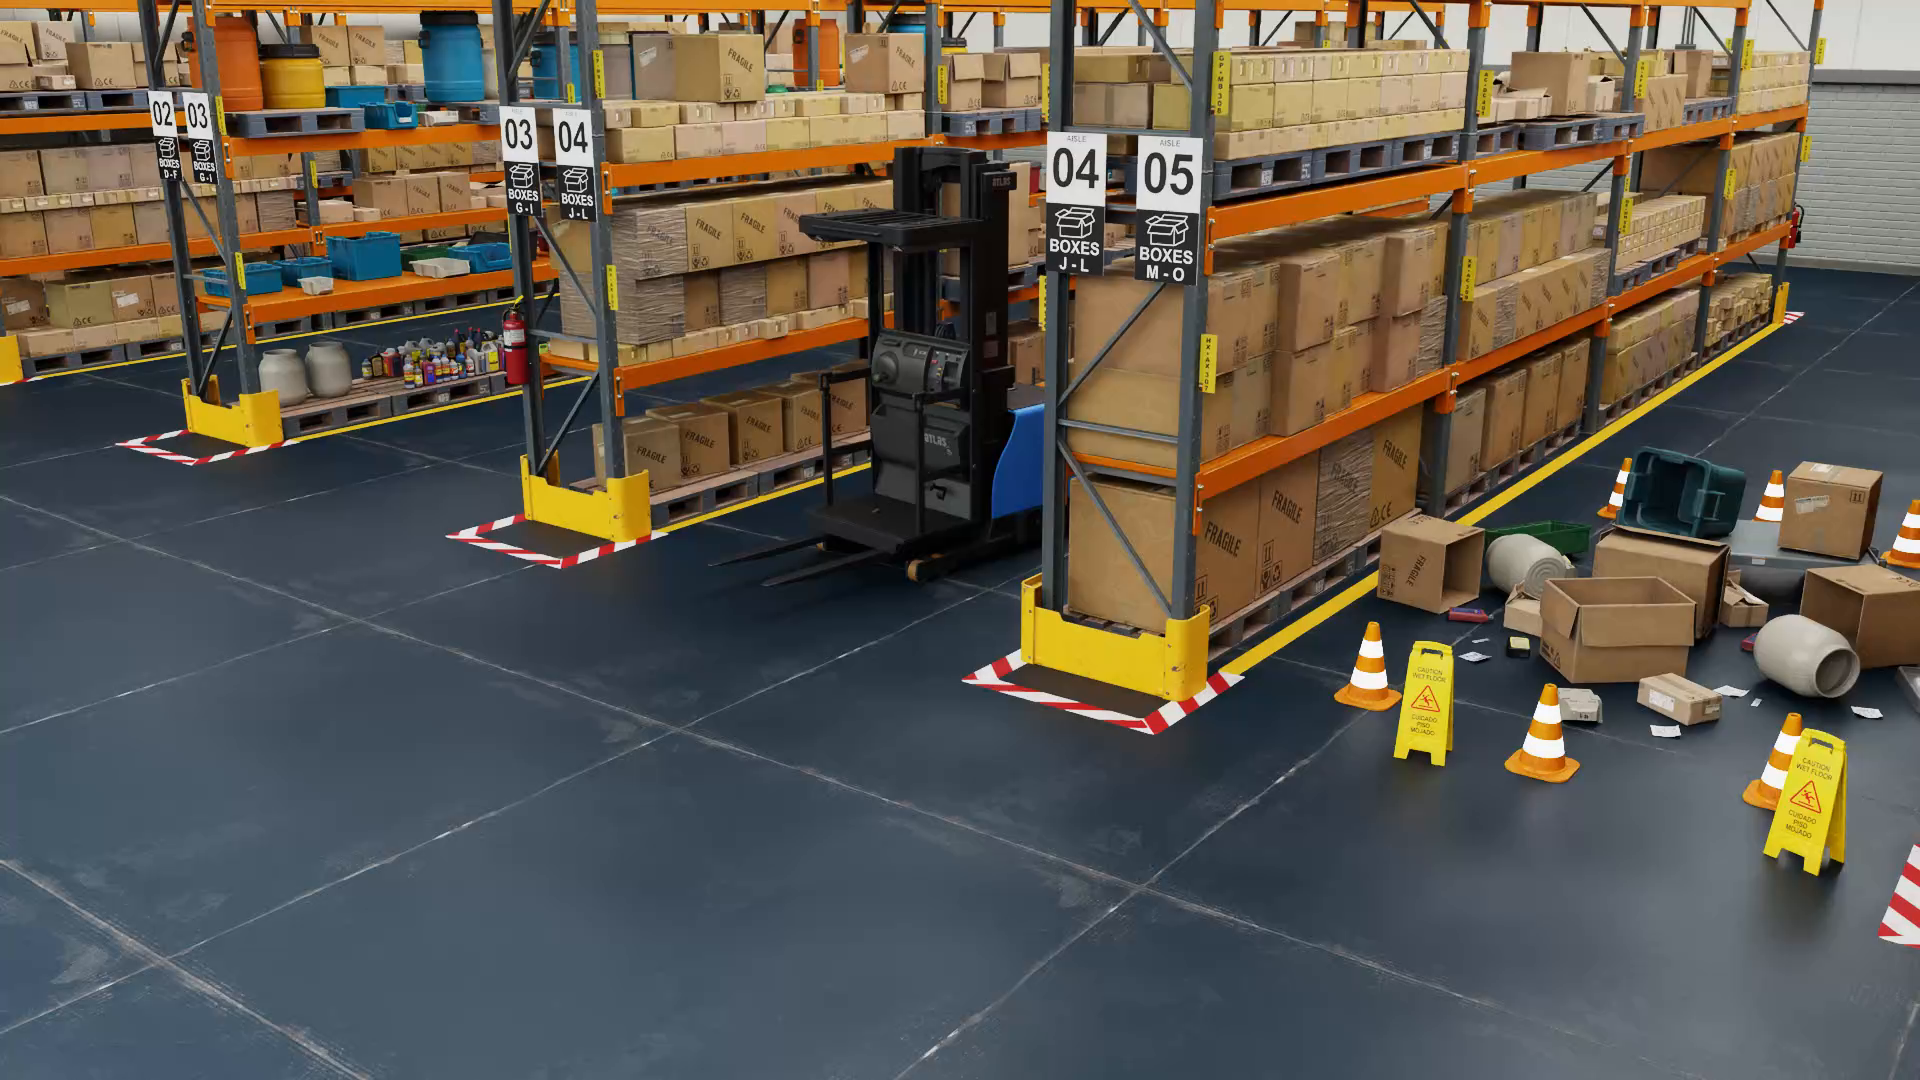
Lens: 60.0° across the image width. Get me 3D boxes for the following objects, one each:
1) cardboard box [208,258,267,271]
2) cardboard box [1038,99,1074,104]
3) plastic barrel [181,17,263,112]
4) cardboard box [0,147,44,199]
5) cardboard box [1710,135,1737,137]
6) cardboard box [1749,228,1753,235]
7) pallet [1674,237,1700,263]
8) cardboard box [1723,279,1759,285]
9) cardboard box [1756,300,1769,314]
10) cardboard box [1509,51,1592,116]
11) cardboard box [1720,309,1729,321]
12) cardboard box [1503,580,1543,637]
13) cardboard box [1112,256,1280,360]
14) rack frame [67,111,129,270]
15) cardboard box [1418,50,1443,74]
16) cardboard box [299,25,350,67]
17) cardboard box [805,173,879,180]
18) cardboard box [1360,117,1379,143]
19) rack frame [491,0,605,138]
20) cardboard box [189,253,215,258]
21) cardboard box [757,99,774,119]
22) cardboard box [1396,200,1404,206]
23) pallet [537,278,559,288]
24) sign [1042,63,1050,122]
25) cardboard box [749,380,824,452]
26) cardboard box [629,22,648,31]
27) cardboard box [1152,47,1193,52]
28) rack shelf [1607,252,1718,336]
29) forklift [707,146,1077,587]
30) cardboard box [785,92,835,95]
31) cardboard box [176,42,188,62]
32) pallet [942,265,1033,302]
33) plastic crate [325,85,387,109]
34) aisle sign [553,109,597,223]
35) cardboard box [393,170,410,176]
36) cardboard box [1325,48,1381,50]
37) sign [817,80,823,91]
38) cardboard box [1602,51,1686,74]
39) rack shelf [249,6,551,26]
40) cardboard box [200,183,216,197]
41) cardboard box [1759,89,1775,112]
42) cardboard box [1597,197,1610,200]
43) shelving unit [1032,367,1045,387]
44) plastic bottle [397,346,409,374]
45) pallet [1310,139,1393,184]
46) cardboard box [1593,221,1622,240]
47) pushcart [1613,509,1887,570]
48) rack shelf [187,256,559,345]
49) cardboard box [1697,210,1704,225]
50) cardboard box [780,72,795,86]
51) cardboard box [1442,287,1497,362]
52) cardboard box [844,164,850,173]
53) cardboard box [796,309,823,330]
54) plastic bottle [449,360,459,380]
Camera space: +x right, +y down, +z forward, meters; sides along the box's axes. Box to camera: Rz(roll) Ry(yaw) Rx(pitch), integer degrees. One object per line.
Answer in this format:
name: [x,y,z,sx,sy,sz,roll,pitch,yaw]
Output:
cardboard box: [-8.963,-3.215,20.702,0.500,0.500,0.500,12,21,35]
cardboard box: [1.110,-4.401,17.054,0.500,0.250,0.500,13,22,36]
plastic barrel: [-6.775,-4.383,15.309,0.600,0.830,0.708,12,21,35]
cardboard box: [-10.618,-4.072,18.441,0.700,0.500,0.500,13,21,35]
cardboard box: [9.368,-4.808,20.811,0.500,0.500,0.500,12,21,33]
cardboard box: [9.521,-3.837,20.464,0.380,0.149,0.250,13,21,36]
pallet: [7.516,-3.241,18.446,1.003,0.211,1.213,12,21,35]
cardboard box: [9.907,-3.210,21.117,0.380,0.149,0.250,11,21,33]
cardboard box: [10.254,-3.039,21.572,0.380,0.149,0.250,13,22,36]
cardboard box: [4.894,-3.801,13.823,0.500,0.500,0.500,12,21,35]
cardboard box: [9.102,-2.765,20.189,0.380,0.149,0.250,14,22,37]
cardboard box: [3.777,0.457,10.824,0.258,0.266,0.396,-16,23,-41]
cardboard box: [1.444,-1.447,10.272,0.875,0.550,0.550,12,21,35]
rack frame: [-12.535,-5.110,24.141,1.000,3.000,0.127,12,21,35]
cardboard box: [3.059,-3.262,11.334,0.380,0.149,0.250,12,21,35]
cardboard box: [-8.156,-6.295,21.179,0.500,0.500,0.500,13,21,35]
cardboard box: [-1.074,-3.089,15.277,0.500,0.500,0.500,12,21,35]
cardboard box: [2.453,-2.637,10.668,0.380,0.149,0.250,12,21,35]
rack frame: [-2.985,-4.396,11.727,1.000,3.000,0.127,12,21,35]
cardboard box: [-11.843,-4.436,25.445,0.700,0.500,0.500,12,21,34]
cardboard box: [-1.721,-3.479,13.411,0.380,0.149,0.250,12,21,34]
cardboard box: [6.147,-4.898,23.881,0.380,0.149,0.250,13,21,36]
pallet: [-5.696,-4.028,25.357,1.003,0.211,1.213,12,21,35]
sign: [0.511,-2.547,9.472,0.100,0.325,0.005,12,21,35]
cardboard box: [-1.514,-1.103,14.745,0.500,0.500,0.500,10,20,30]
cardboard box: [-6.214,-9.470,31.234,0.500,0.500,0.500,11,21,32]
cardboard box: [2.531,-5.497,19.452,0.500,0.500,0.500,14,22,38]
rack shelf: [6.897,-2.669,17.493,1.077,0.370,4.000,12,21,35]
forklift: [-0.441,-1.269,11.889,3.031,2.935,1.130,-16,24,-42]
cardboard box: [-1.326,-3.876,14.689,0.380,0.149,0.250,13,21,35]
cardboard box: [-11.411,-7.200,24.938,0.500,0.500,0.500,12,21,33]
pallet: [-0.029,-2.549,16.217,1.003,0.211,1.213,12,21,35]
plastic crate: [-6.068,-4.339,16.627,0.392,0.384,0.575,12,21,35]
aisle sign: [-2.781,-2.705,12.013,0.394,0.787,0.004,12,21,35]
cardboard box: [-9.387,-6.096,27.707,0.380,0.149,0.250,13,22,36]
cardboard box: [2.832,-3.498,12.096,0.380,0.149,0.250,13,21,35]
sign: [-1.750,-5.599,20.834,0.100,0.325,0.005,12,21,35]
cardboard box: [7.063,-4.827,17.288,0.797,0.503,0.637,12,21,34]
rack shelf: [-7.363,-7.042,22.135,1.077,0.370,4.000,12,21,35]
cardboard box: [-9.153,-4.248,20.104,0.380,0.149,0.250,12,21,34]
cardboard box: [9.193,-5.155,19.481,0.500,0.250,0.500,14,22,37]
cardboard box: [7.018,-3.654,18.165,0.380,0.149,0.250,12,21,34]
shelving unit: [0.829,-0.813,13.338,0.503,1.200,0.258,-16,24,-42]
plastic bottle: [-5.965,-1.919,17.716,0.152,0.276,0.135,12,21,33]
pallet: [2.099,-2.491,10.800,1.003,0.211,1.213,12,21,35]
cardboard box: [6.139,-2.978,15.987,0.380,0.149,0.250,12,21,35]
pushcart: [5.497,0.129,11.694,1.648,0.377,0.936,5,18,16]
rack shelf: [-5.771,-2.539,17.076,1.077,0.370,4.000,12,21,35]
cardboard box: [8.010,-3.582,18.434,0.380,0.149,0.250,13,22,36]
cardboard box: [-2.999,-7.692,27.651,0.500,0.250,0.500,12,21,35]
cardboard box: [3.851,-1.709,13.020,0.500,0.500,0.500,13,21,35]
cardboard box: [-2.061,-6.744,29.236,0.500,0.500,0.500,13,21,35]
cardboard box: [-1.399,-1.906,14.248,0.380,0.149,0.250,12,21,35]
plastic bottle: [-5.309,-1.786,17.414,0.097,0.201,0.097,0,17,0]
